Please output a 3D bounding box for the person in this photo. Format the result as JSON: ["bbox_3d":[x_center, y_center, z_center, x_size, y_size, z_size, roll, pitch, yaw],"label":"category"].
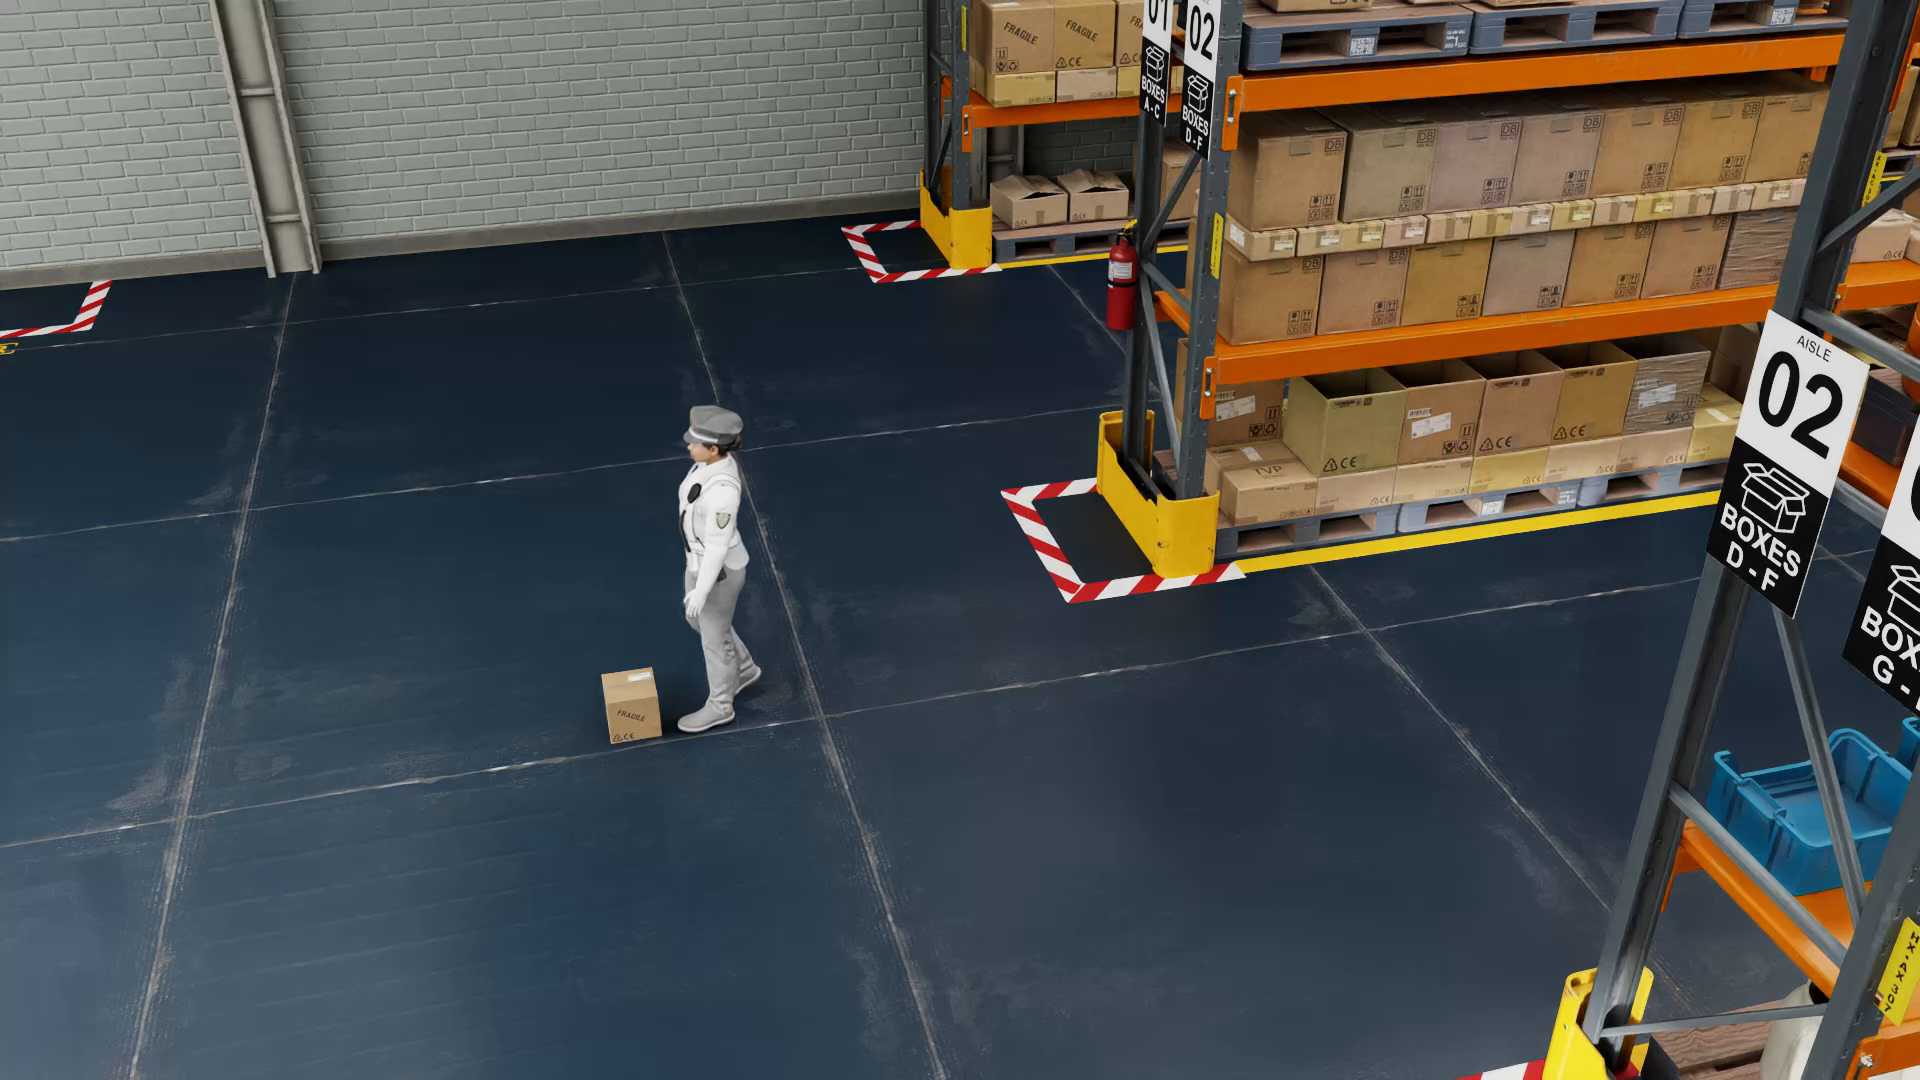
[{"bbox_3d":[-1.202,0.156,7.970,0.458,1.720,0.492,-8,31,-13],"label":"person"}]
